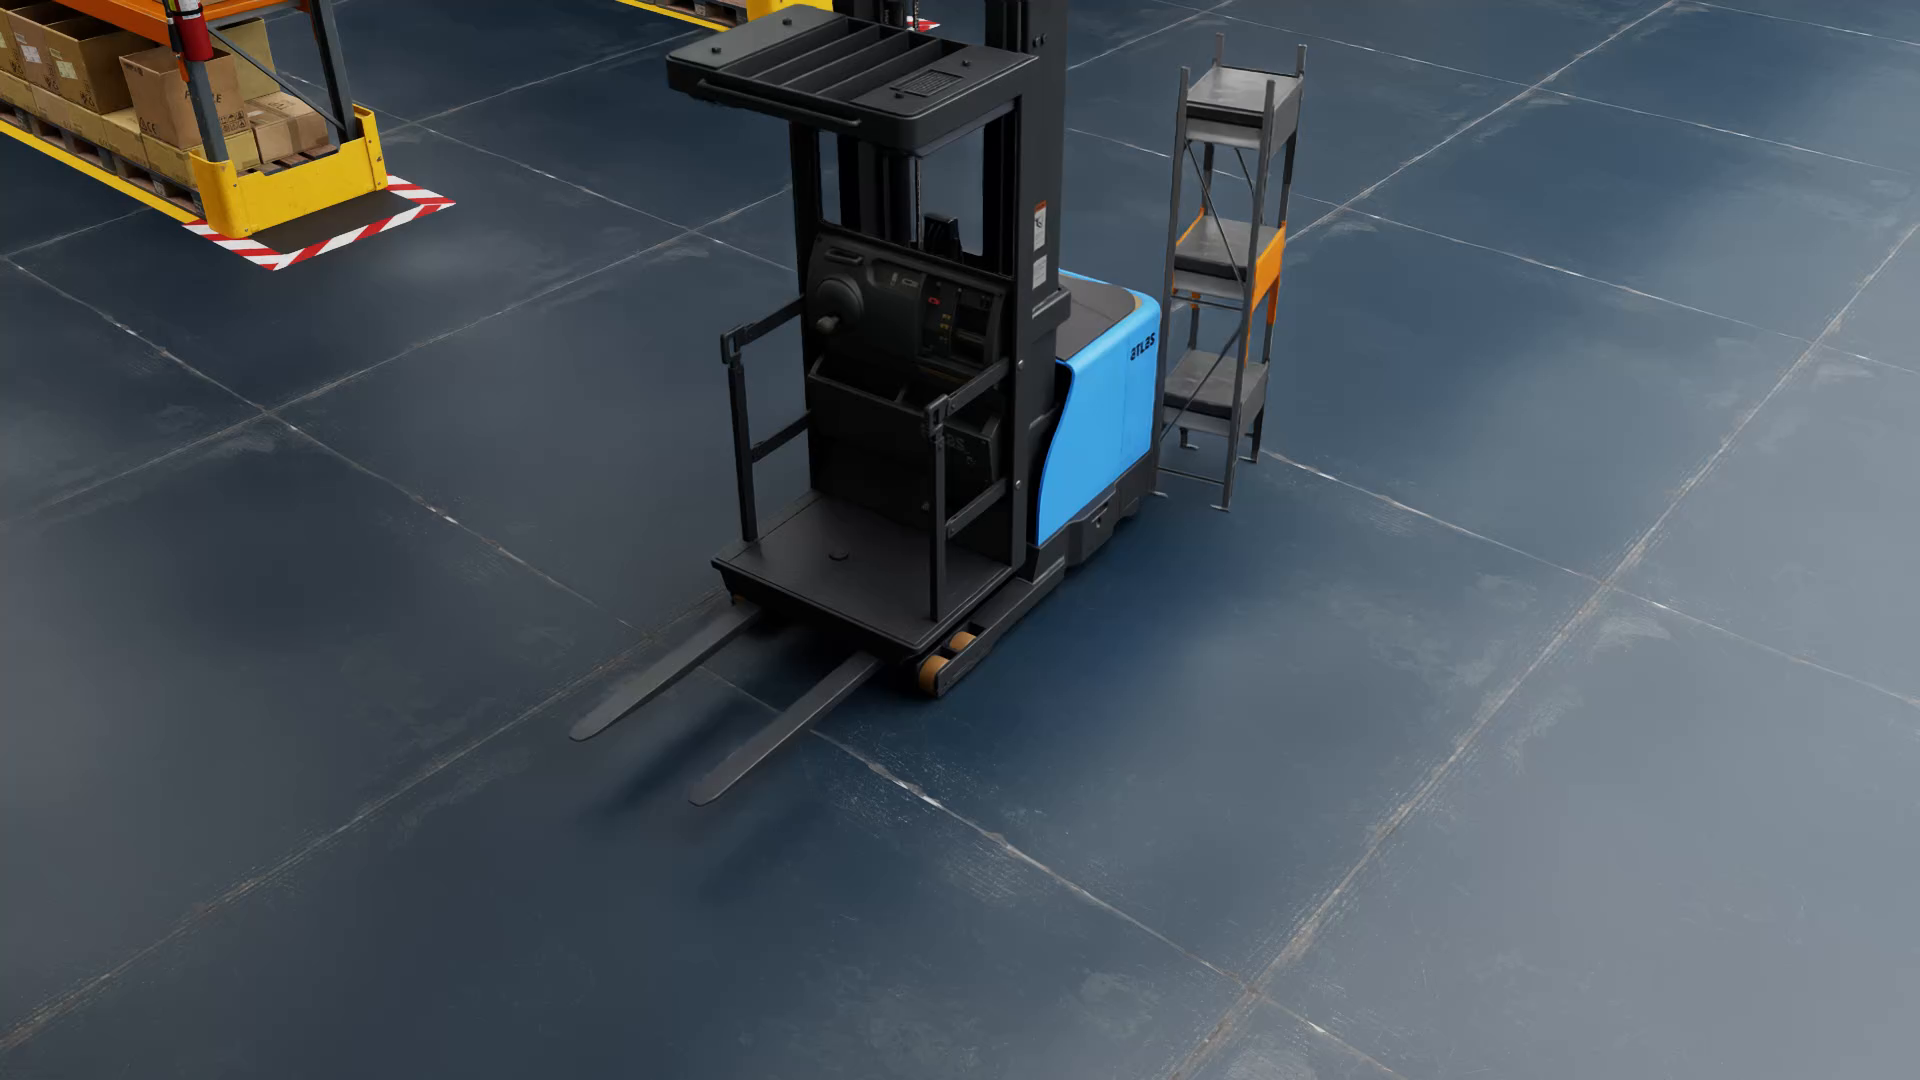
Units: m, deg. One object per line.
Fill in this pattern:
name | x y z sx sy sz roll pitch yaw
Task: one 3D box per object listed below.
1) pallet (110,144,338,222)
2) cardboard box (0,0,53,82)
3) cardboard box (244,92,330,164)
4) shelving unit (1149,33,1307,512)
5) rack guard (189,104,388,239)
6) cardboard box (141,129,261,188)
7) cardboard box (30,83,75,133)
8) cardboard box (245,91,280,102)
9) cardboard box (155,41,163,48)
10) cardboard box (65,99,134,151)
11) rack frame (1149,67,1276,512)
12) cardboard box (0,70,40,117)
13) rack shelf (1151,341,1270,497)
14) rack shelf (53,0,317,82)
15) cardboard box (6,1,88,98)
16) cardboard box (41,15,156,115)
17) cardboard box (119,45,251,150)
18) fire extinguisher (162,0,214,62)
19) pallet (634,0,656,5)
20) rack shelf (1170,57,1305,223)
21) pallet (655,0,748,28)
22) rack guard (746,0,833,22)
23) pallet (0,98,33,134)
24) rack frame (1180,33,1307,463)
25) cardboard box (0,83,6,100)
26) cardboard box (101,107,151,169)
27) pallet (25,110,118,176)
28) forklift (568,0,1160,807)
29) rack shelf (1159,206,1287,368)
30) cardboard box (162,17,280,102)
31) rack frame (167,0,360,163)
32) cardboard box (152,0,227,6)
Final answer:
pallet | -4.977 -2.561 11.293 1.213 0.211 1.003 25 42 32
cardboard box | -6.512 -3.583 11.714 0.500 0.500 0.500 25 42 32
cardboard box | -4.632 -2.783 11.210 0.500 0.250 0.500 25 42 32
shelving unit | 1.203 -1.175 7.606 0.431 2.100 0.503 14 37 20
rack guard | -4.344 -2.413 10.822 0.348 0.500 1.175 25 42 32
cardboard box | -4.964 -2.557 10.882 0.500 0.250 0.500 25 42 32
cardboard box | -6.124 -3.096 11.666 0.500 0.250 0.500 25 42 32
cardboard box | -5.019 -2.962 11.472 0.500 0.250 0.500 25 42 32
cardboard box | -5.410 -3.448 11.516 0.500 0.500 0.500 25 42 32
cardboard box | -5.741 -2.914 11.401 0.500 0.250 0.500 25 42 32
rack frame | 1.101 -1.049 7.423 0.400 2.100 0.015 14 37 20
cardboard box | -6.512 -3.274 11.926 0.500 0.250 0.500 25 42 32
rack shelf | 1.203 -0.586 8.010 0.431 0.518 0.480 14 37 20
rack shelf | -5.899 -3.880 11.386 4.000 0.370 1.077 25 42 32
cardboard box | -6.126 -3.403 11.451 0.500 0.500 0.500 25 42 32
cardboard box | -5.743 -3.221 11.187 0.500 0.500 0.500 25 42 32
cardboard box | -4.965 -2.866 10.669 0.500 0.500 0.500 25 42 32
fire extinguisher | -4.569 -3.175 9.792 0.183 0.674 0.296 25 42 32
pallet | -2.833 -5.202 15.138 1.213 0.211 1.003 25 42 32
rack shelf | 1.203 -1.740 7.217 0.431 0.518 0.480 14 37 20
pallet | -1.900 -4.760 14.495 1.213 0.211 1.003 25 42 32
rack guard | -1.279 -4.582 13.981 0.348 0.500 1.175 25 42 32
pallet | -6.852 -3.445 12.580 1.213 0.211 1.003 25 42 32
rack frame | 1.304 -1.300 7.789 0.400 2.100 0.015 14 37 20
cardboard box | -6.893 -3.457 12.193 0.500 0.250 0.500 25 42 32
cardboard box | -5.356 -2.733 11.138 0.500 0.250 0.500 25 42 32
pallet | -5.910 -3.003 11.937 1.213 0.211 1.003 25 42 32
forklift | -0.342 -0.879 6.441 1.130 2.935 3.031 22 40 28
rack shelf | 1.203 -1.163 7.613 0.431 0.518 0.480 14 37 20
cardboard box | -5.018 -3.272 11.260 0.500 0.500 0.500 25 42 32
rack frame | -4.362 -3.452 10.127 0.127 3.000 1.000 25 42 32
cardboard box | -4.713 -3.668 10.353 0.500 0.500 0.700 25 42 32
